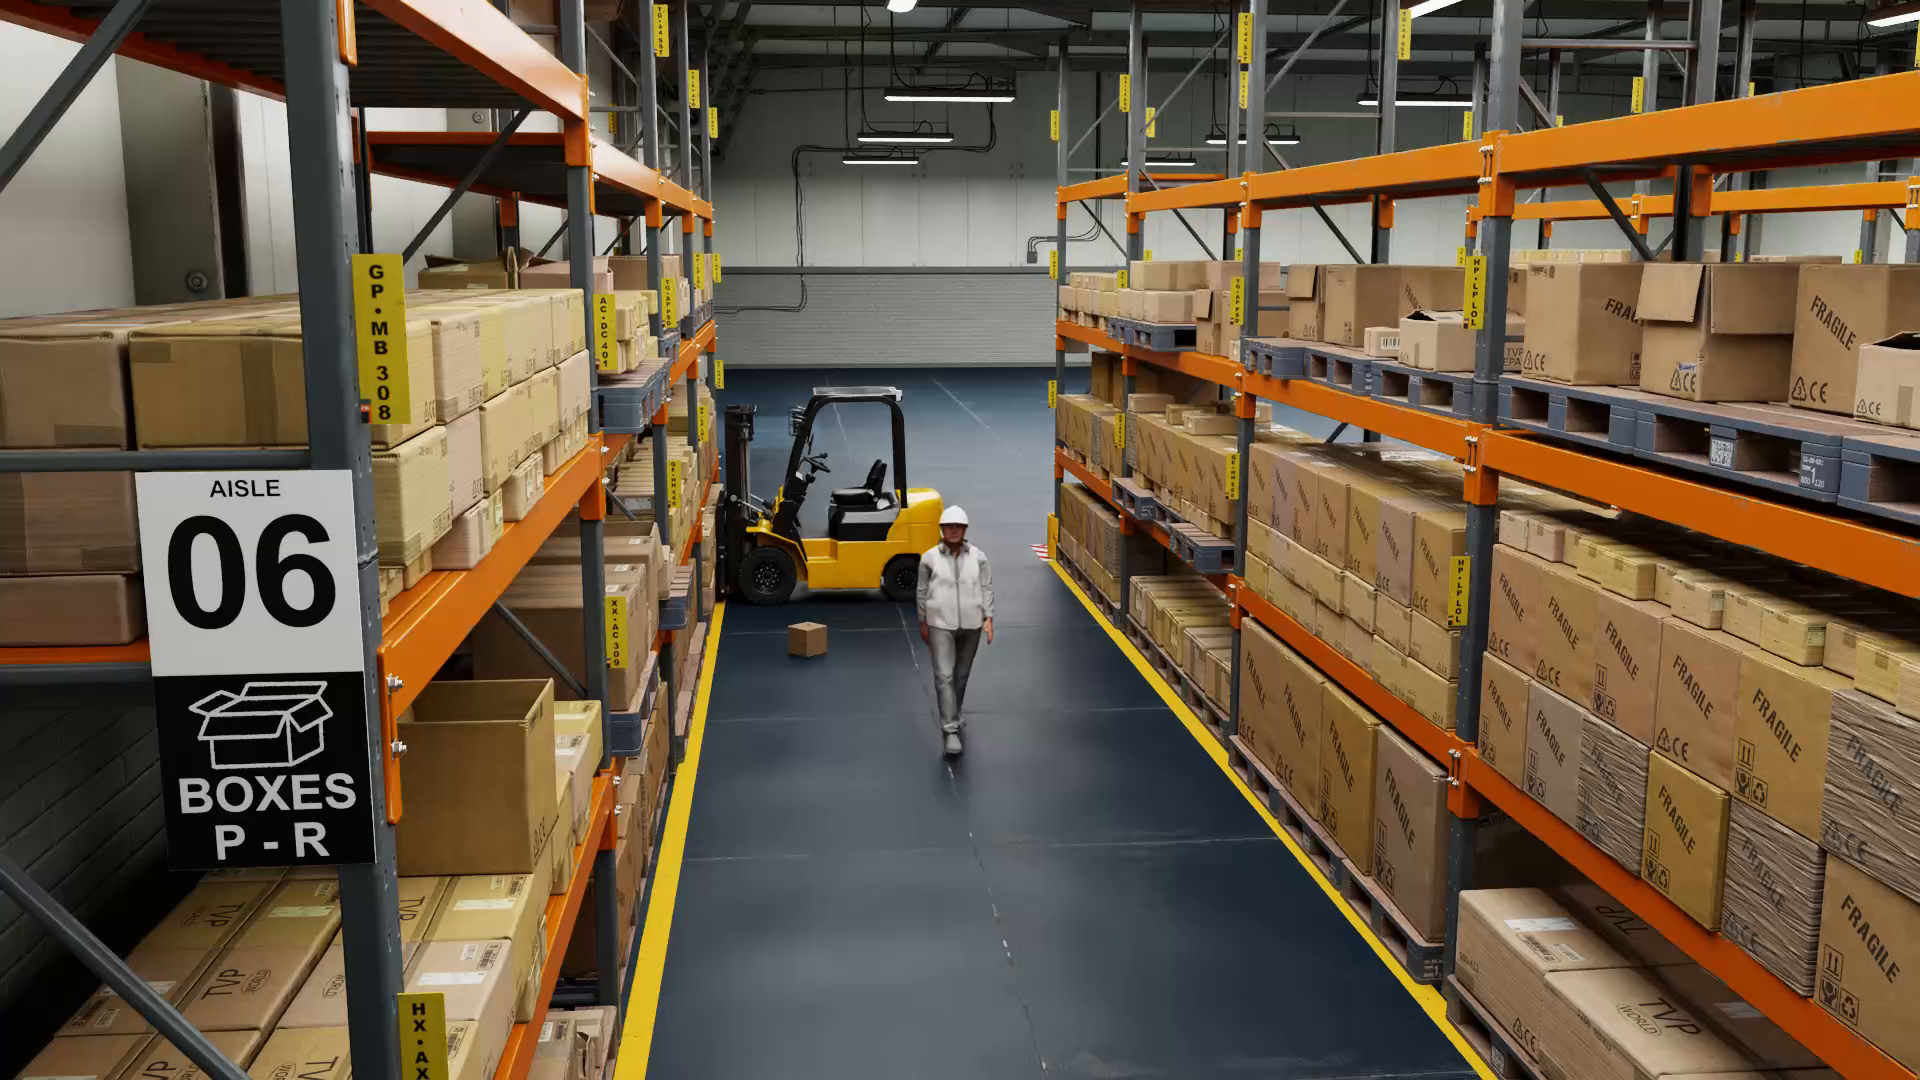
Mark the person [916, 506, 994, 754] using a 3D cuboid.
[{"bbox_3d":[-0.009,0.619,12.187,0.549,1.716,1.018,-2,10,-12],"label":"person"}]
